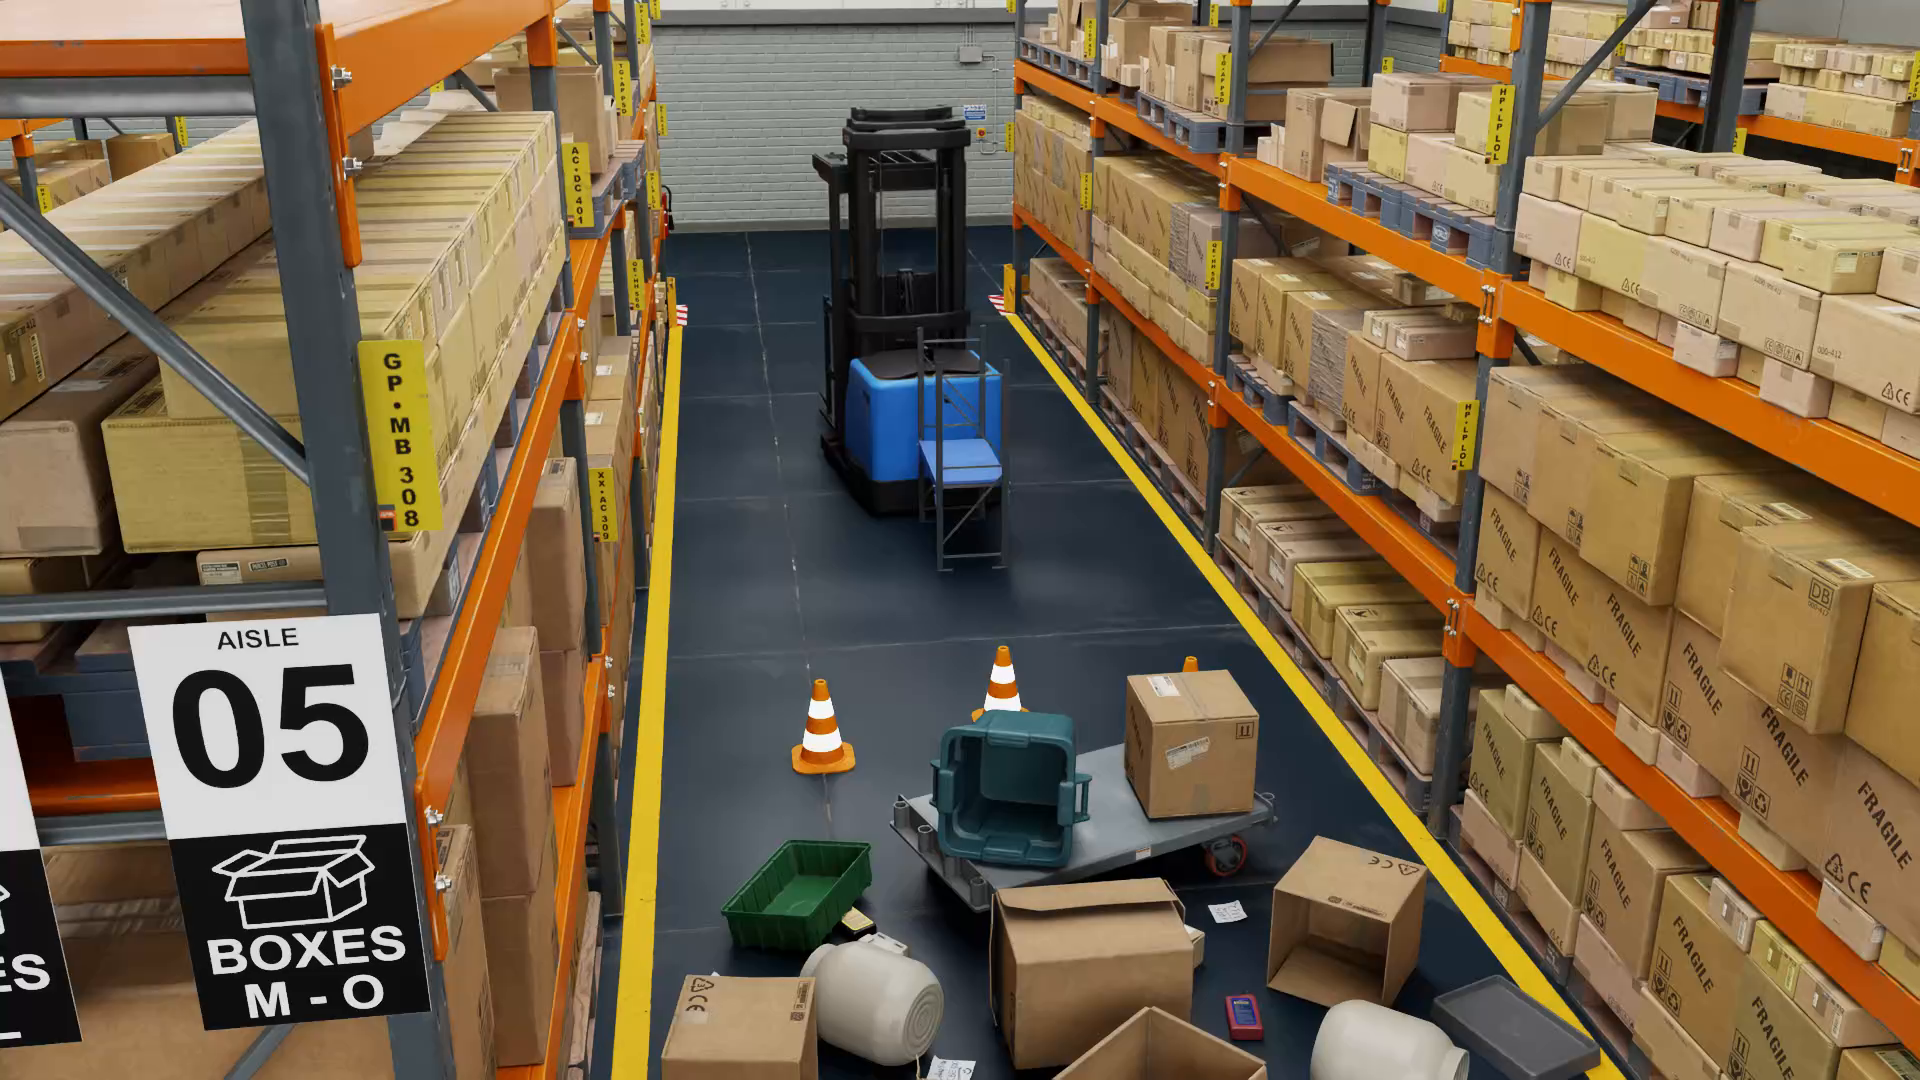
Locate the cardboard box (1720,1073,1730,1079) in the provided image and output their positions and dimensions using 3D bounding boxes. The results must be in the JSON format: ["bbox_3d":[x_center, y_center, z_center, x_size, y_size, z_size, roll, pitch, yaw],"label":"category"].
[{"bbox_3d":[2.967,2.070,5.716,0.500,0.250,0.500,-3,21,-8],"label":"cardboard box"}]

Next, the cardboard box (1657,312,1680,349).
[{"bbox_3d":[2.794,-0.772,6.067,0.380,0.149,0.250,-4,21,-9],"label":"cardboard box"}]

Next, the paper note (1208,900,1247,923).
[{"bbox_3d":[1.228,1.700,7.620,0.148,0.019,0.142,-3,21,-8],"label":"paper note"}]

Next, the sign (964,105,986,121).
[{"bbox_3d":[0.218,-6.211,24.173,0.327,0.218,0.001,-3,21,-8],"label":"sign"}]

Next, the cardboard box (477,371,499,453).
[{"bbox_3d":[-1.345,-0.306,4.077,0.380,0.149,0.250,-3,21,-8],"label":"cardboard box"}]

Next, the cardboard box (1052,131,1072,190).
[{"bbox_3d":[1.198,-3.746,16.388,0.500,0.500,0.500,-3,21,-7],"label":"cardboard box"}]

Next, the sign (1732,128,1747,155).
[{"bbox_3d":[3.376,-1.637,7.287,0.100,0.325,0.005,-3,21,-8],"label":"sign"}]

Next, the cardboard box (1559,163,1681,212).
[{"bbox_3d":[2.629,-1.407,6.628,0.380,0.149,0.250,-2,21,-6],"label":"cardboard box"}]

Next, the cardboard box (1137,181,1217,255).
[{"bbox_3d":[1.717,-2.551,13.187,0.500,0.500,0.500,-3,21,-9],"label":"cardboard box"}]

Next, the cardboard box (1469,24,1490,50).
[{"bbox_3d":[5.909,-5.498,18.153,0.500,0.250,0.500,-3,21,-7],"label":"cardboard box"}]

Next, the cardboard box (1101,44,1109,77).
[{"bbox_3d":[1.413,-4.078,14.152,0.396,0.266,0.258,-3,21,-8],"label":"cardboard box"}]

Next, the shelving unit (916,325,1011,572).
[{"bbox_3d":[0.012,-0.673,11.875,0.538,1.500,1.048,-3,21,-8],"label":"shelving unit"}]

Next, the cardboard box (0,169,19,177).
[{"bbox_3d":[-8.519,-2.970,14.598,0.500,0.500,0.500,-3,21,-7],"label":"cardboard box"}]

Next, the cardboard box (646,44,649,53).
[{"bbox_3d":[-3.309,-4.898,16.256,0.500,0.250,0.500,-3,21,-7],"label":"cardboard box"}]

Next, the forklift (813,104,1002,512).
[{"bbox_3d":[-0.557,-2.068,13.564,1.130,2.935,3.031,-6,21,-15],"label":"forklift"}]

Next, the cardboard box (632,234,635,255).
[{"bbox_3d":[-2.905,-2.445,13.808,0.380,0.149,0.250,-3,21,-7],"label":"cardboard box"}]

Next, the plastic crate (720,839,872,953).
[{"bbox_3d":[-0.722,1.609,7.558,0.450,0.188,0.662,-2,18,24],"label":"plastic crate"}]

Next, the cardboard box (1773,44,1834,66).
[{"bbox_3d":[6.645,-3.811,13.065,0.380,0.149,0.250,-3,21,-8],"label":"cardboard box"}]

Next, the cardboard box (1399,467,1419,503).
[{"bbox_3d":[2.472,-0.296,8.479,0.380,0.149,0.250,-4,21,-9],"label":"cardboard box"}]

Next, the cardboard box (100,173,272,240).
[{"bbox_3d":[-2.108,-0.910,4.555,0.380,0.149,0.250,-3,21,-8],"label":"cardboard box"}]

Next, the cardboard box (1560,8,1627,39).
[{"bbox_3d":[6.205,-5.028,16.178,0.500,0.250,0.500,-3,21,-9],"label":"cardboard box"}]

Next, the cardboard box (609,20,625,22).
[{"bbox_3d":[-3.005,-4.410,14.379,0.380,0.149,0.250,-4,21,-10],"label":"cardboard box"}]

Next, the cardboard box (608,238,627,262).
[{"bbox_3d":[-2.759,-2.223,12.788,0.380,0.149,0.250,-4,21,-10],"label":"cardboard box"}]

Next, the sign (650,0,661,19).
[{"bbox_3d":[-3.221,-5.671,17.561,0.100,0.325,0.005,-3,21,-8],"label":"sign"}]

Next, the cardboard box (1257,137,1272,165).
[{"bbox_3d":[2.141,-2.515,10.734,0.380,0.149,0.250,-3,21,-8],"label":"cardboard box"}]

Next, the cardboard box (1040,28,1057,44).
[{"bbox_3d":[1.040,-5.258,17.334,0.380,0.149,0.250,-2,21,-6],"label":"cardboard box"}]

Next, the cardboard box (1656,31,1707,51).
[{"bbox_3d":[6.311,-4.348,14.473,0.380,0.149,0.250,-3,21,-9],"label":"cardboard box"}]

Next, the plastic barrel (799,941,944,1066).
[{"bbox_3d":[-0.362,1.847,6.666,0.512,0.421,0.421,12,24,30],"label":"plastic barrel"}]

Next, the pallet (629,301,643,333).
[{"bbox_3d":[-2.946,-1.654,12.631,1.003,0.211,1.213,-3,21,-8],"label":"pallet"}]

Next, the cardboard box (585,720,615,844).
[{"bbox_3d":[-2.222,0.971,7.943,1.050,0.750,0.750,-3,21,-8],"label":"cardboard box"}]

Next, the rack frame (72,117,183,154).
[{"bbox_3d":[-8.696,-3.615,17.608,1.000,3.000,0.127,-3,21,-8],"label":"rack frame"}]

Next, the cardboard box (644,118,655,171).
[{"bbox_3d":[-3.225,-3.801,16.108,0.500,0.500,0.500,-4,21,-10],"label":"cardboard box"}]

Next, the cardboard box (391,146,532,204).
[{"bbox_3d":[-1.529,-1.119,5.113,0.380,0.149,0.250,-3,21,-8],"label":"cardboard box"}]

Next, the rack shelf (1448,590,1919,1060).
[{"bbox_3d":[3.128,1.069,6.094,1.077,0.370,4.000,-3,21,-8],"label":"rack shelf"}]

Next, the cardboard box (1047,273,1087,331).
[{"bbox_3d":[1.445,-2.571,17.875,0.875,0.438,0.875,-2,21,-6],"label":"cardboard box"}]

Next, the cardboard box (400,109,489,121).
[{"bbox_3d":[-2.587,-2.054,8.527,0.500,0.311,0.500,-3,21,-9],"label":"cardboard box"}]

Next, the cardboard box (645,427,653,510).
[{"bbox_3d":[-2.546,-0.518,12.288,0.500,0.500,0.500,-3,21,-7],"label":"cardboard box"}]

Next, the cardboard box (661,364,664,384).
[{"bbox_3d":[-2.970,-1.541,15.529,0.380,0.149,0.250,-2,21,-6],"label":"cardboard box"}]

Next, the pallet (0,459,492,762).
[{"bbox_3d":[-1.584,0.090,3.529,1.003,0.211,1.213,-3,21,-8],"label":"pallet"}]

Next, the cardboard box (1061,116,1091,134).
[{"bbox_3d":[1.206,-4.085,16.368,0.380,0.149,0.250,-3,21,-9],"label":"cardboard box"}]

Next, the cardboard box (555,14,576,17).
[{"bbox_3d":[-3.724,-4.742,15.269,0.380,0.149,0.250,-3,21,-8],"label":"cardboard box"}]

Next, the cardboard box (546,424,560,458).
[{"bbox_3d":[-2.025,-0.122,6.498,0.875,0.550,0.550,-3,21,-8],"label":"cardboard box"}]

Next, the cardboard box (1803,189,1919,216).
[{"bbox_3d":[3.267,-1.162,5.974,0.380,0.149,0.250,-3,21,-9],"label":"cardboard box"}]

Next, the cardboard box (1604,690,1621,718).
[{"bbox_3d":[2.795,0.636,6.584,0.380,0.149,0.250,-3,21,-8],"label":"cardboard box"}]

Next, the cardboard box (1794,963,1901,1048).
[{"bbox_3d":[2.924,1.473,5.316,0.380,0.149,0.250,-2,21,-6],"label":"cardboard box"}]

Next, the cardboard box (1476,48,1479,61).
[{"bbox_3d":[5.921,-5.353,18.332,0.380,0.149,0.250,-3,21,-8],"label":"cardboard box"}]

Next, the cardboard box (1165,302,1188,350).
[{"bbox_3d":[1.844,-1.613,12.461,0.500,0.250,0.500,-3,21,-7],"label":"cardboard box"}]

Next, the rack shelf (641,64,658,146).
[{"bbox_3d":[-3.485,-4.206,15.931,1.077,0.370,4.000,-3,21,-8],"label":"rack shelf"}]

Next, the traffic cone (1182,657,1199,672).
[{"bbox_3d":[1.276,0.870,9.226,0.336,0.463,0.334,-3,21,-8],"label":"traffic cone"}]

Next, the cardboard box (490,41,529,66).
[{"bbox_3d":[-3.024,-3.175,10.905,0.396,0.266,0.258,-3,21,-8],"label":"cardboard box"}]

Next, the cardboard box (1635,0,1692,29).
[{"bbox_3d":[6.296,-4.724,14.889,0.396,0.266,0.258,-3,21,-8],"label":"cardboard box"}]

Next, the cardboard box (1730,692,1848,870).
[{"bbox_3d":[2.930,0.718,5.439,0.500,0.500,0.500,-3,21,-8],"label":"cardboard box"}]

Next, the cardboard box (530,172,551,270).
[{"bbox_3d":[-1.646,-1.061,5.528,0.500,0.250,0.500,-3,21,-8],"label":"cardboard box"}]

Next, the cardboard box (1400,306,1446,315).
[{"bbox_3d":[2.841,-1.042,9.551,0.500,0.500,0.500,-4,21,-10],"label":"cardboard box"}]

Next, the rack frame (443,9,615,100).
[{"bbox_3d":[-2.620,-3.871,9.718,1.000,3.000,0.127,-3,21,-8],"label":"rack frame"}]

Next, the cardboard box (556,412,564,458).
[{"bbox_3d":[-2.121,-0.362,7.327,0.700,0.500,0.500,-3,21,-9],"label":"cardboard box"}]

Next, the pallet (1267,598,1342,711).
[{"bbox_3d":[2.547,0.653,10.165,1.003,0.211,1.213,-3,21,-8],"label":"pallet"}]
